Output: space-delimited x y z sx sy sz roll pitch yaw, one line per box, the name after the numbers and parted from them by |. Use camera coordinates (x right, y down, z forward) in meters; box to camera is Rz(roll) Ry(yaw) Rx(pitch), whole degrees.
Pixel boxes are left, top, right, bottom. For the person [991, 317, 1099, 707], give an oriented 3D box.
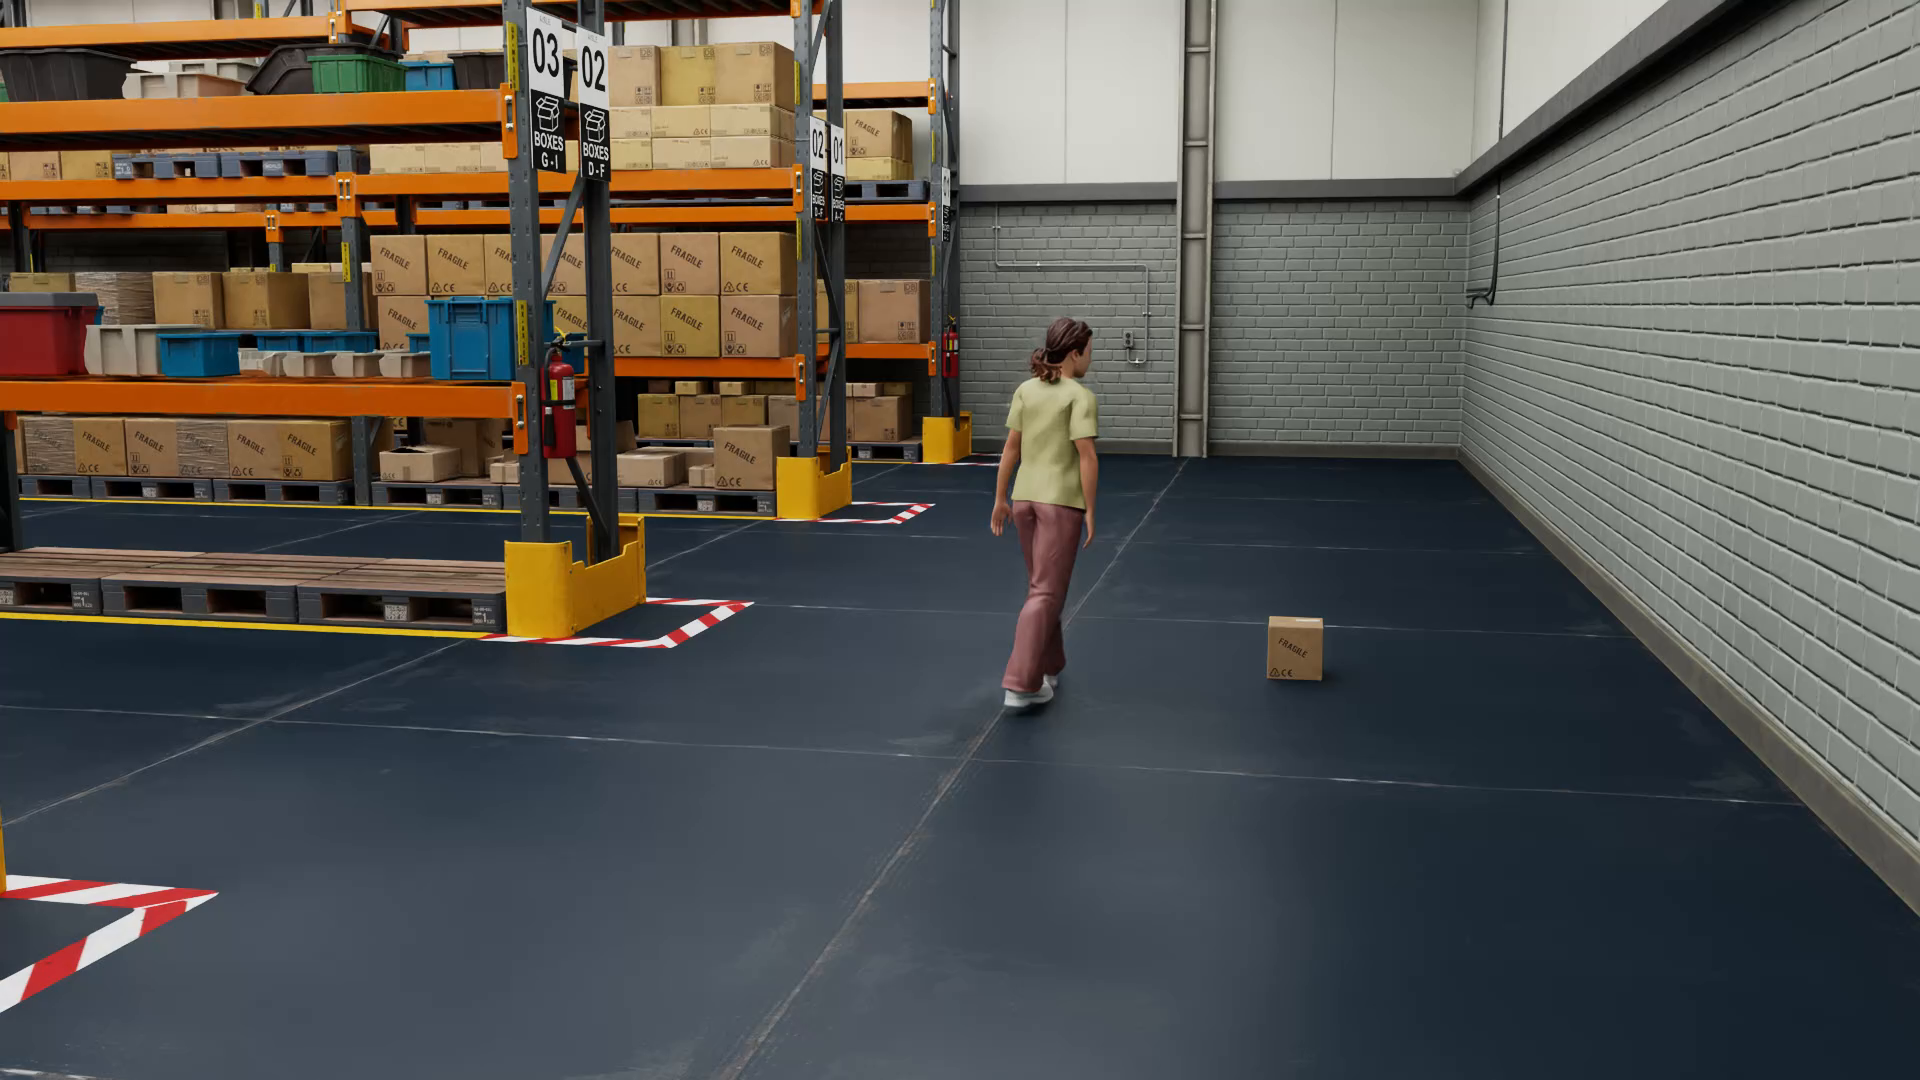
0.382 -0.112 7.203 0.549 1.689 0.685 7 11 42 | person
